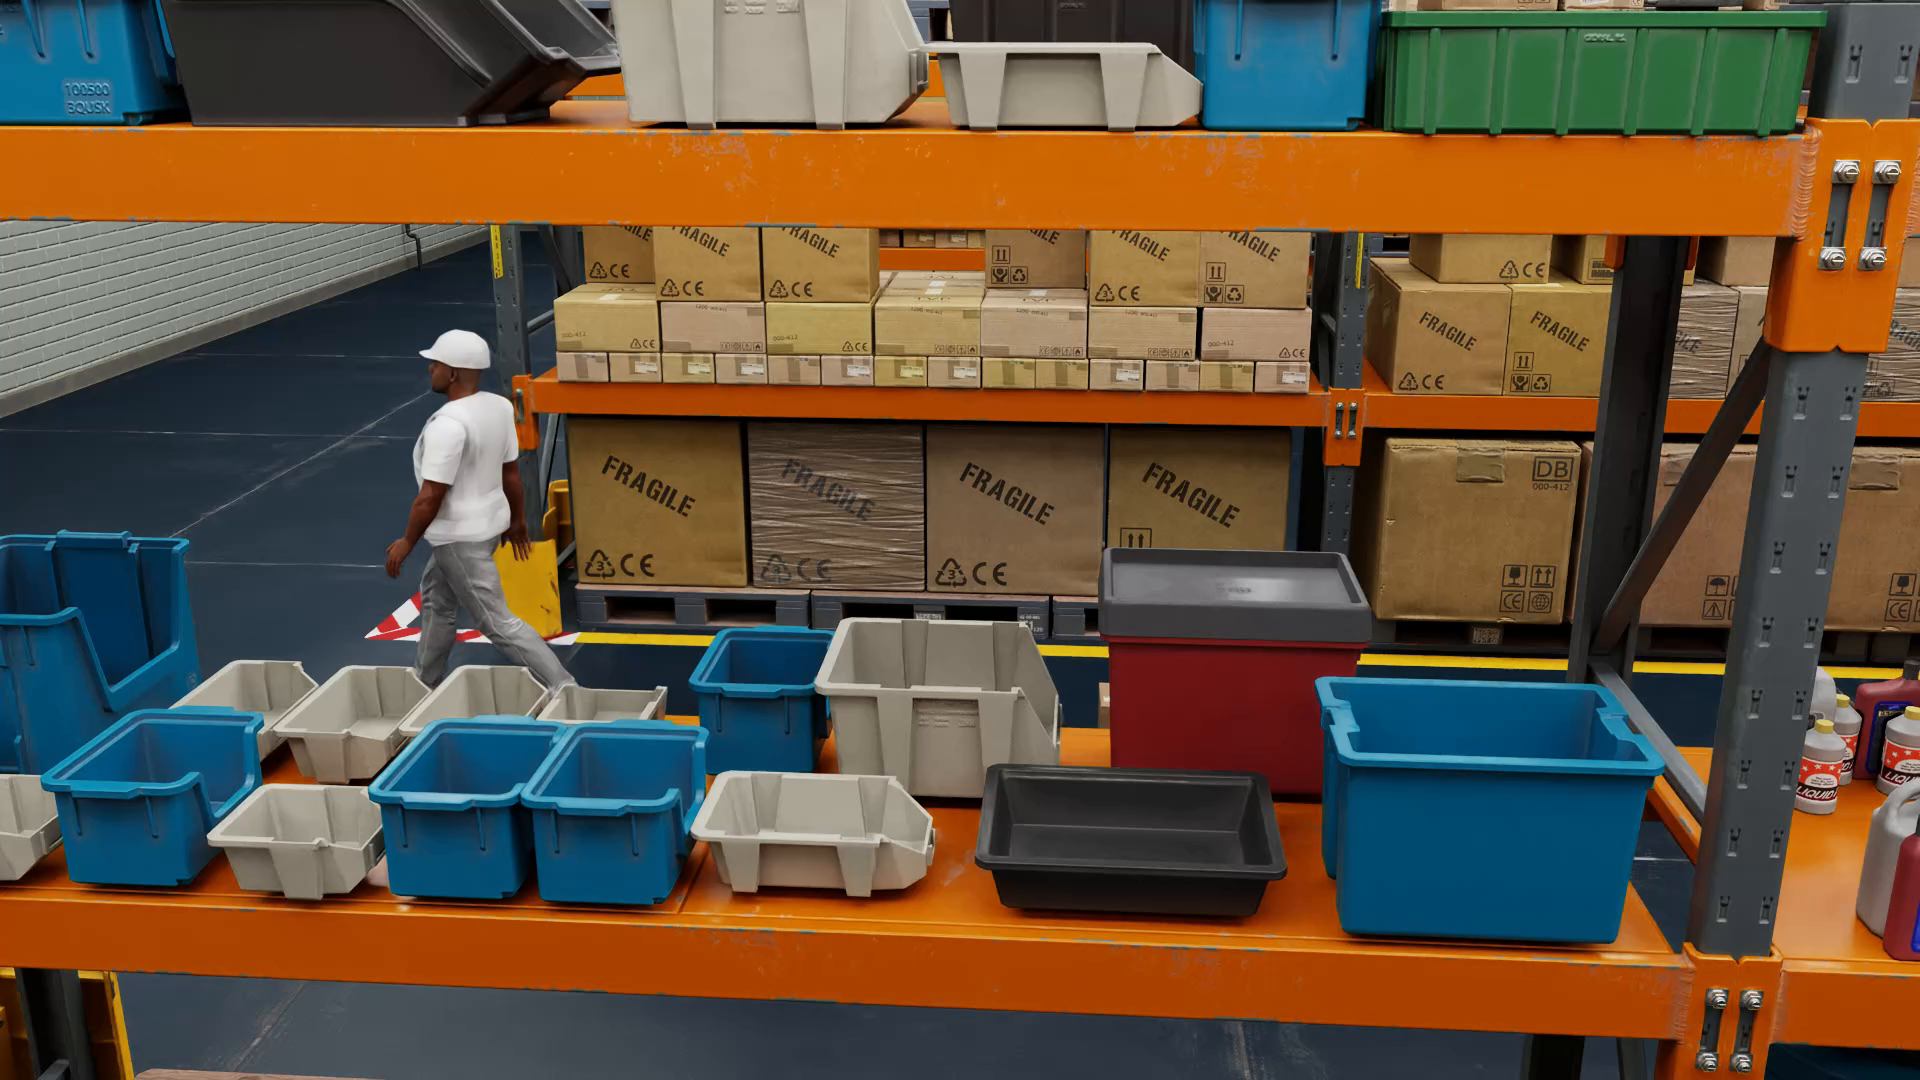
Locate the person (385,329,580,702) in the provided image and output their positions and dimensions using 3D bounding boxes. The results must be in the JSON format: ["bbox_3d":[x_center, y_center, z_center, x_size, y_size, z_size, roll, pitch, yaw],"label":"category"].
[{"bbox_3d":[-2.173,-0.045,7.163,1.039,1.722,0.598,2,18,7],"label":"person"}]
